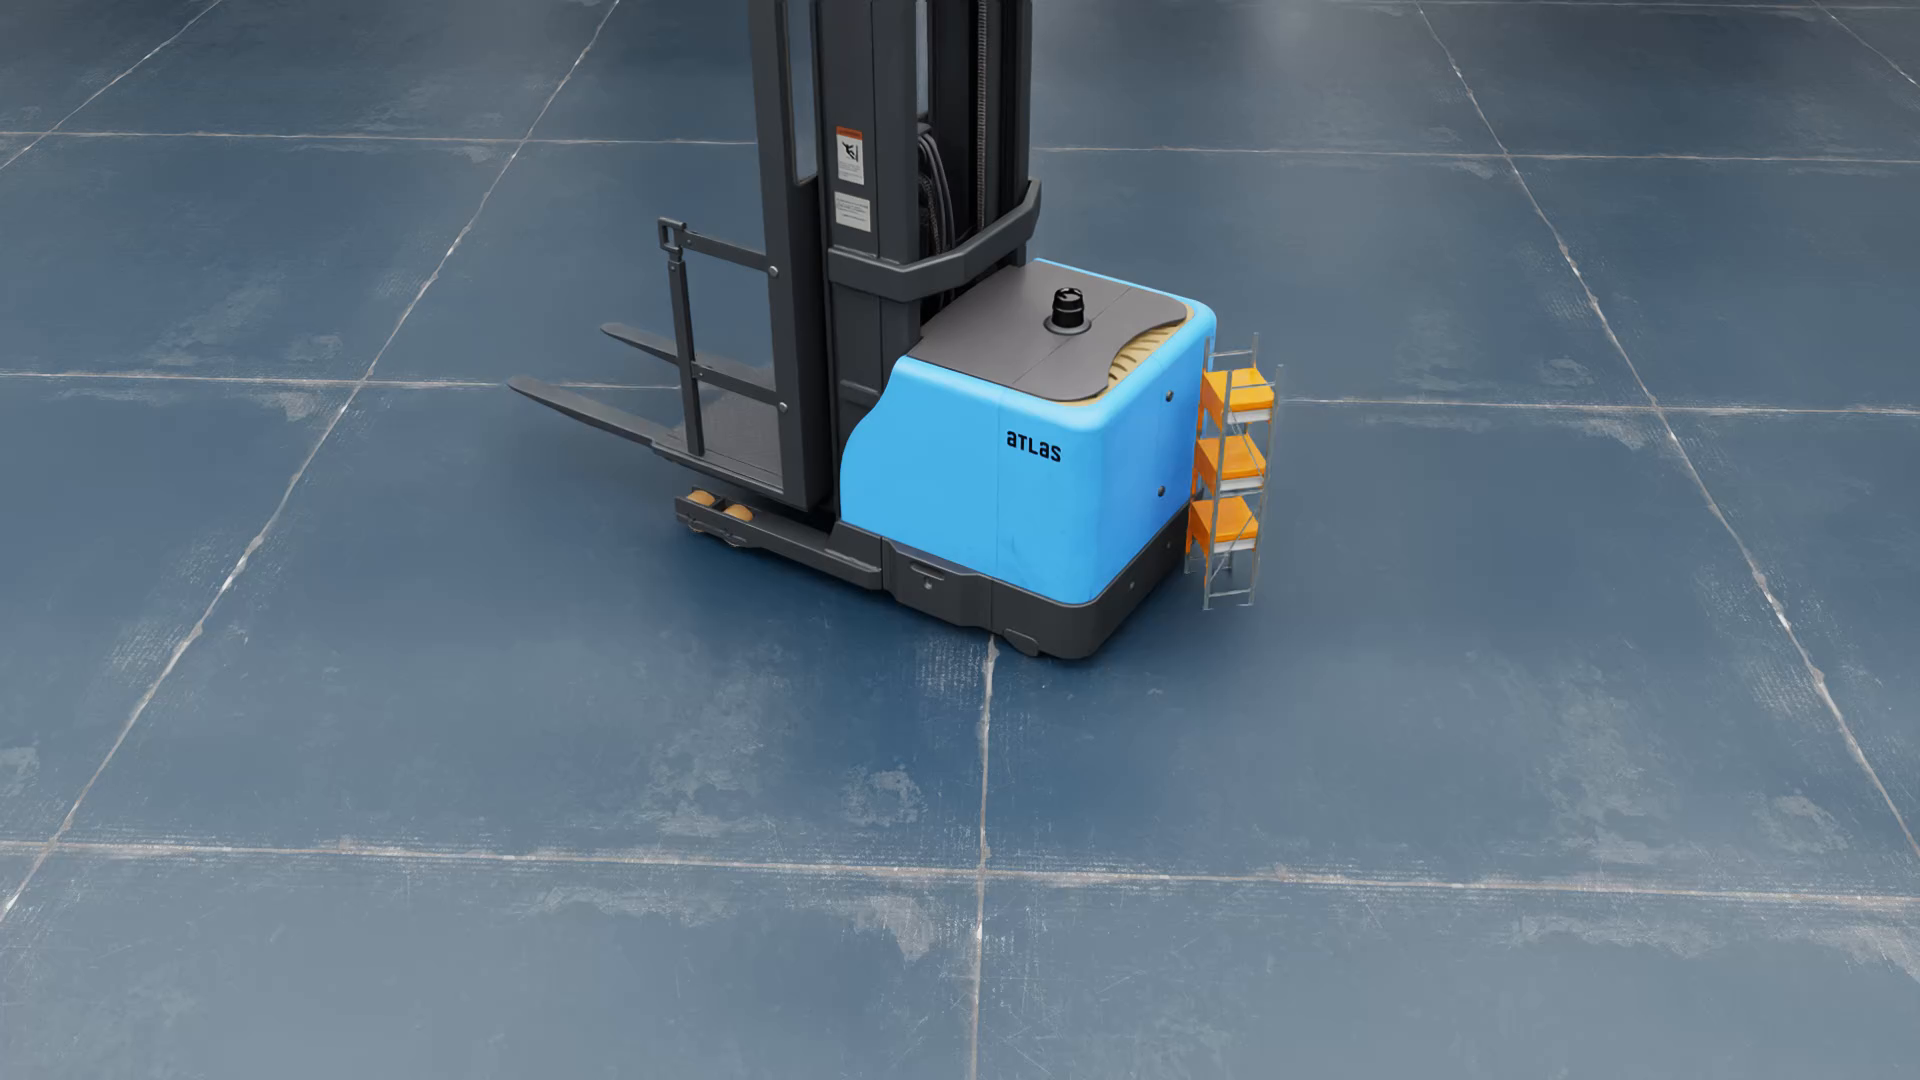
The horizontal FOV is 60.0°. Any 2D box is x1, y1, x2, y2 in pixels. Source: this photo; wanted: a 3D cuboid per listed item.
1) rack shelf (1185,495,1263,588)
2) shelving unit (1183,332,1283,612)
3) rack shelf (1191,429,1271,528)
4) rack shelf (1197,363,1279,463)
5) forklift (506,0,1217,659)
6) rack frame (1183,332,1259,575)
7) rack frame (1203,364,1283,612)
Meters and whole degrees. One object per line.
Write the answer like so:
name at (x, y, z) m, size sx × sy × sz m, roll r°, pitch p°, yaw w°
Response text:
rack shelf at (1.003, -0.001, 6.340) m, size 0.215 × 0.259 × 0.240 m, roll -7°, pitch 36°, yaw -9°
shelving unit at (1.003, -0.237, 6.174) m, size 0.215 × 1.050 × 0.252 m, roll -7°, pitch 36°, yaw -9°
rack shelf at (1.003, -0.229, 6.180) m, size 0.215 × 0.259 × 0.240 m, roll -7°, pitch 36°, yaw -9°
rack shelf at (1.002, -0.461, 6.017) m, size 0.215 × 0.259 × 0.240 m, roll -7°, pitch 36°, yaw -9°
forklift at (-0.557, -1.408, 6.204) m, size 3.031 × 2.935 × 1.130 m, roll 20°, pitch 40°, yaw 26°
rack frame at (0.979, -0.306, 6.272) m, size 0.200 × 1.050 × 0.008 m, roll -7°, pitch 36°, yaw -9°
rack frame at (1.026, -0.169, 6.076) m, size 0.200 × 1.050 × 0.008 m, roll -7°, pitch 36°, yaw -9°
